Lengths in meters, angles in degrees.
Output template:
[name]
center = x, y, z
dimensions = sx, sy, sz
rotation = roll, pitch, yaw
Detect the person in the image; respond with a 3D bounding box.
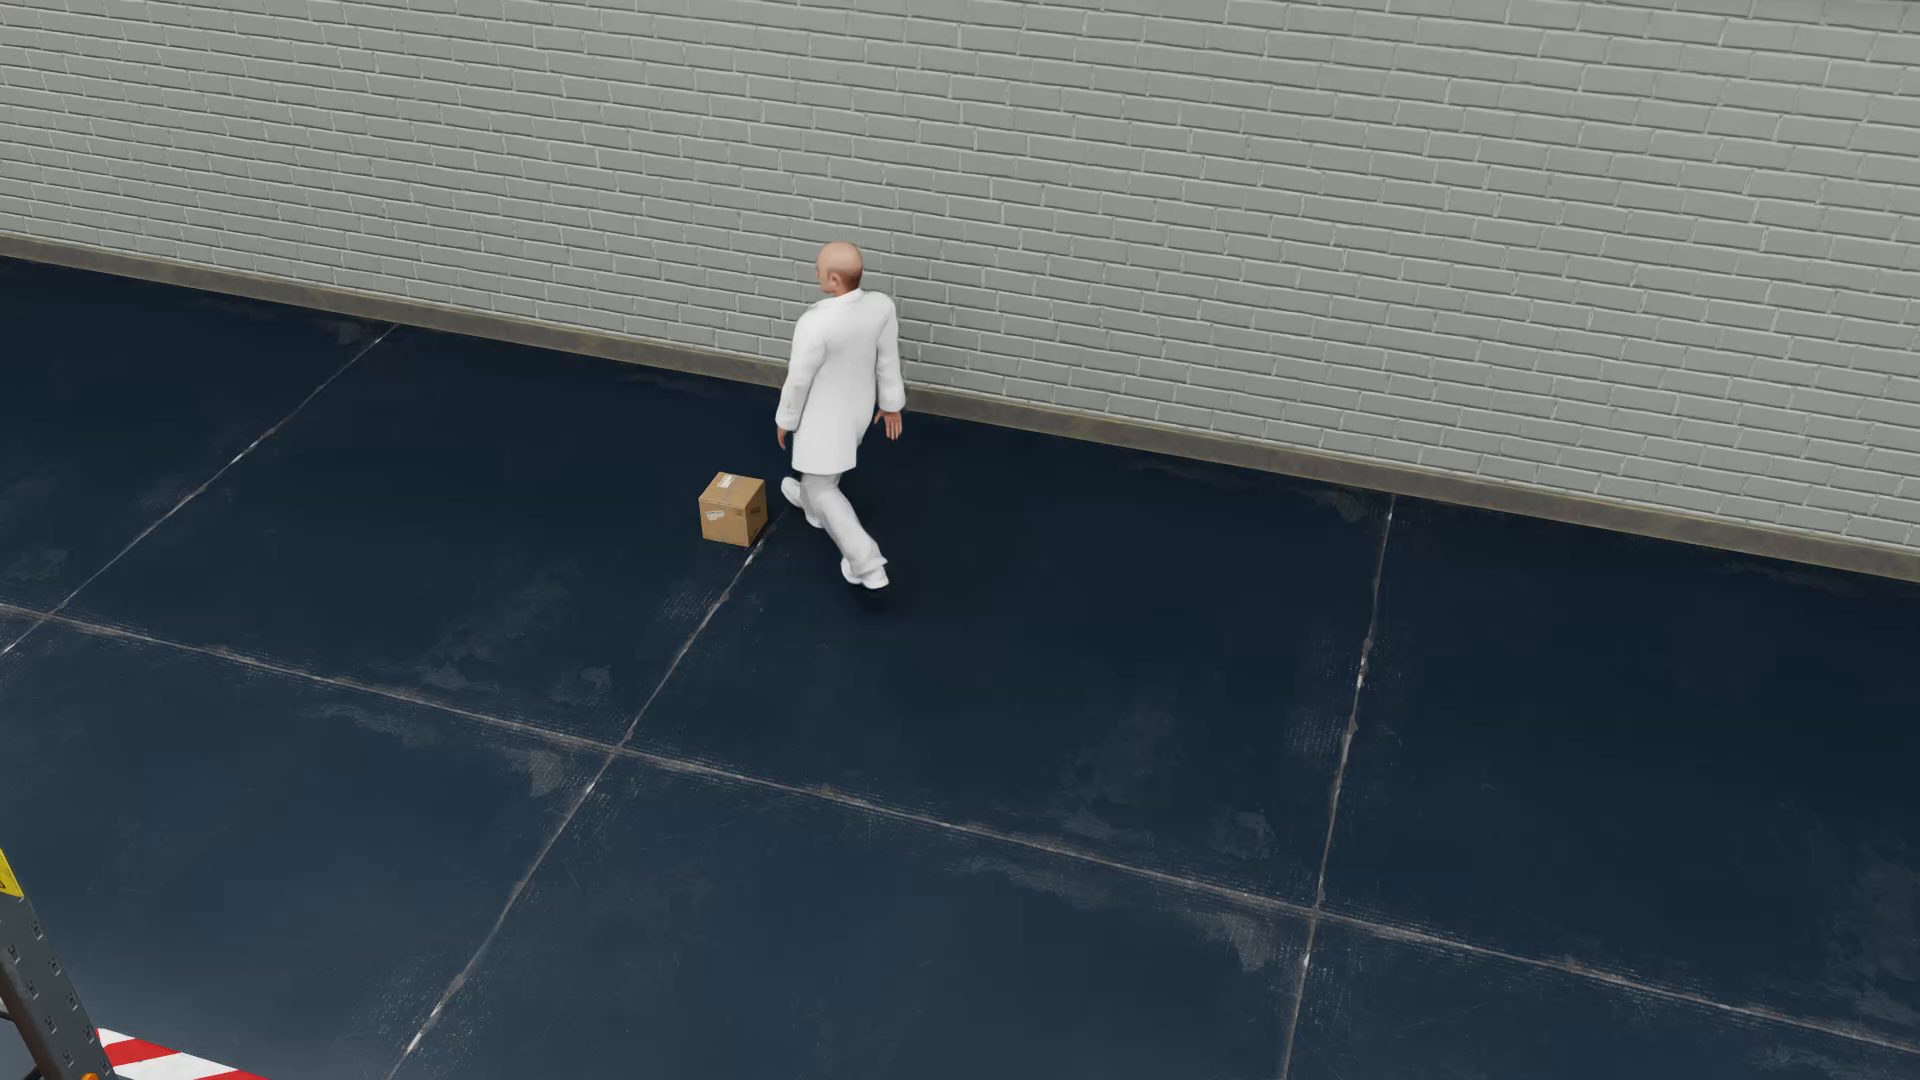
[person]
center = -0.618, -0.637, 7.806
dimensions = 0.616, 1.727, 1.103
rotation = -30, 46, -34
